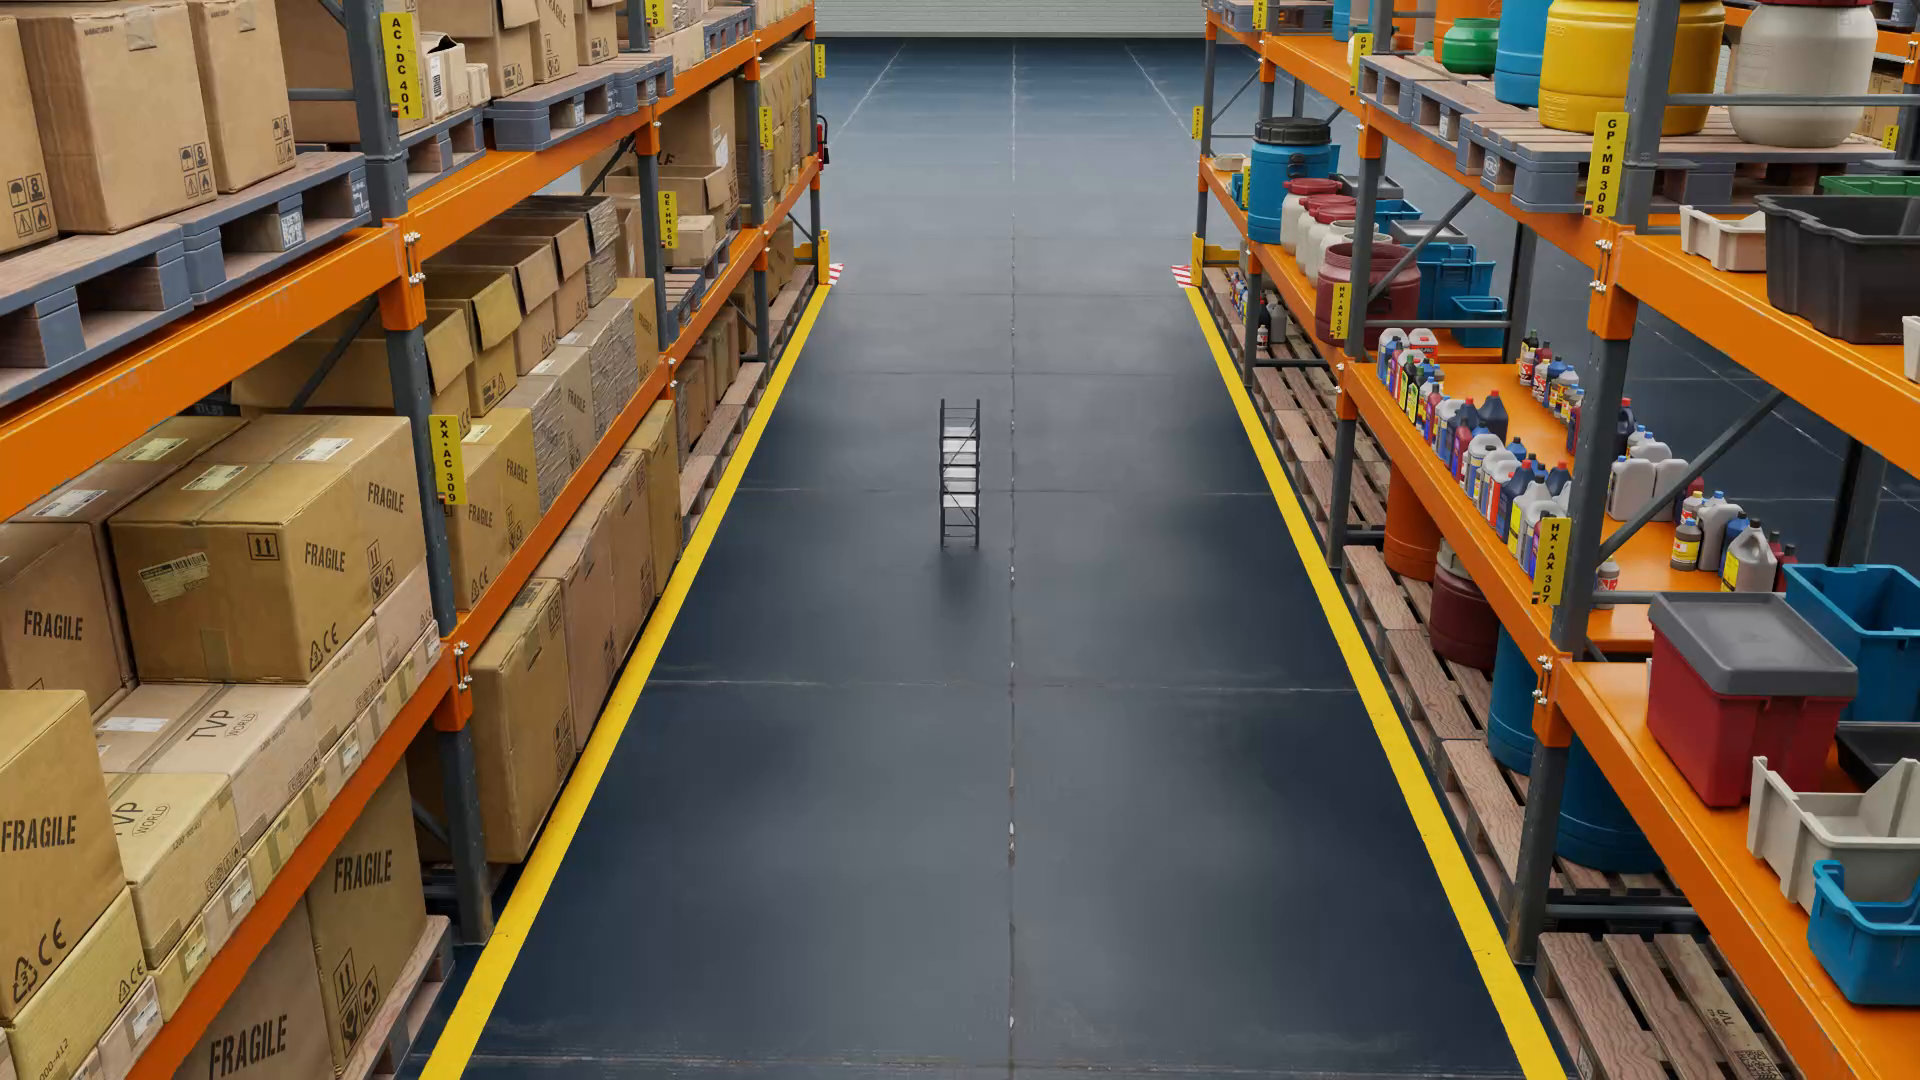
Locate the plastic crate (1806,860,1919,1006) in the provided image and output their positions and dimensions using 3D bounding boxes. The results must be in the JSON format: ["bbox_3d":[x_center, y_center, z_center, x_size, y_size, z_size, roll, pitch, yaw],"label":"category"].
[{"bbox_3d":[2.297,0.963,4.050,0.416,0.233,0.300,1,21,2],"label":"plastic crate"}]

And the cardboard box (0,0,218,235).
[{"bbox_3d":[-2.322,-1.052,4.090,0.700,0.500,0.500,2,21,4],"label":"cardboard box"}]

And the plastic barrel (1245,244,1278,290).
[{"bbox_3d":[3.019,-2.743,16.310,0.421,0.512,0.421,0,21,0],"label":"plastic barrel"}]

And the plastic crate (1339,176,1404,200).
[{"bbox_3d":[3.147,-2.532,12.820,0.402,0.464,0.583,1,21,2],"label":"plastic crate"}]

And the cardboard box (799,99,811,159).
[{"bbox_3d":[-1.912,-3.986,16.106,0.875,0.500,0.500,1,21,2],"label":"cardboard box"}]

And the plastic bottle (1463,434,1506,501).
[{"bbox_3d":[2.339,-0.323,7.387,0.152,0.276,0.135,1,21,2],"label":"plastic bottle"}]

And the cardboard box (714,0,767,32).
[{"bbox_3d":[-1.825,-4.224,13.329,0.500,0.250,0.500,0,21,0],"label":"cardboard box"}]

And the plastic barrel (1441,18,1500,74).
[{"bbox_3d":[2.472,-2.376,7.993,0.294,0.245,0.294,0,21,0],"label":"plastic barrel"}]

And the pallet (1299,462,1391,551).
[{"bbox_3d":[2.797,-0.214,10.789,1.003,0.211,1.213,1,21,2],"label":"pallet"}]

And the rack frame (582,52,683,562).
[{"bbox_3d":[-2.216,-1.289,9.705,1.000,3.000,0.127,1,21,2],"label":"rack frame"}]

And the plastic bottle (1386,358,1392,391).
[{"bbox_3d":[2.364,-0.912,9.008,0.097,0.201,0.097,0,21,0],"label":"plastic bottle"}]

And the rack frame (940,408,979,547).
[{"bbox_3d":[-0.003,-0.380,10.264,0.240,0.900,0.006,1,21,2],"label":"rack frame"}]

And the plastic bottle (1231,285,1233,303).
[{"bbox_3d":[2.608,-2.338,15.668,0.097,0.201,0.097,0,21,0],"label":"plastic bottle"}]

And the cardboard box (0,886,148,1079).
[{"bbox_3d":[-2.147,0.994,3.615,0.500,0.250,0.500,0,21,0],"label":"cardboard box"}]

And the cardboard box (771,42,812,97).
[{"bbox_3d":[-1.743,-4.631,16.387,0.500,0.500,0.500,1,21,2],"label":"cardboard box"}]

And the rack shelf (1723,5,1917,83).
[{"bbox_3d":[7.868,-4.411,14.599,1.077,0.370,4.000,1,21,2],"label":"rack shelf"}]

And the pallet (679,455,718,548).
[{"bbox_3d":[-2.191,-0.272,10.937,1.003,0.211,1.213,1,21,2],"label":"pallet"}]

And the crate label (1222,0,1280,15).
[{"bbox_3d":[2.591,-4.783,14.768,0.502,0.251,0.408,1,21,2],"label":"crate label"}]

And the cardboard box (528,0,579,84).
[{"bbox_3d":[-2.101,-2.396,7.691,0.500,0.500,0.500,2,21,5],"label":"cardboard box"}]

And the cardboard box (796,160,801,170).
[{"bbox_3d":[-1.763,-3.688,16.233,0.380,0.149,0.250,1,21,2],"label":"cardboard box"}]

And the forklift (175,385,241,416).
[{"bbox_3d":[-4.802,-1.286,9.792,1.130,2.935,3.031,8,22,19],"label":"forklift"}]

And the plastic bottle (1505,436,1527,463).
[{"bbox_3d":[2.464,-0.327,7.402,0.097,0.271,0.097,0,21,0],"label":"plastic bottle"}]

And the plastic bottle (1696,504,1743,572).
[{"bbox_3d":[3.019,-0.026,6.621,0.152,0.276,0.135,1,21,2],"label":"plastic bottle"}]

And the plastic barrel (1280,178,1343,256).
[{"bbox_3d":[2.608,-2.401,12.382,0.433,0.535,0.433,0,21,0],"label":"plastic barrel"}]

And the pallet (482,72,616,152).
[{"bbox_3d":[-2.214,-1.962,7.552,1.003,0.211,1.213,2,21,4],"label":"pallet"}]

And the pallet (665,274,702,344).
[{"bbox_3d":[-2.301,-1.459,10.406,1.213,0.211,1.003,1,21,2],"label":"pallet"}]

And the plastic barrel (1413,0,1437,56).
[{"bbox_3d":[2.976,-3.161,9.690,0.600,0.901,0.600,0,21,0],"label":"plastic barrel"}]

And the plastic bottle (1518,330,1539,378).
[{"bbox_3d":[3.149,-1.029,9.196,0.061,0.283,0.133,1,21,2],"label":"plastic bottle"}]

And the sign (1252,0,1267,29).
[{"bbox_3d":[2.307,-4.093,12.773,0.100,0.325,0.005,1,21,2],"label":"sign"}]

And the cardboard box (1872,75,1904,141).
[{"bbox_3d":[7.814,-3.437,13.308,0.700,0.500,0.500,1,21,2],"label":"cardboard box"}]

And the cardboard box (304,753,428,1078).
[{"bbox_3d":[-2.438,1.190,5.673,0.875,0.875,0.875,1,21,2],"label":"cardboard box"}]

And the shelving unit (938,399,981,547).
[{"bbox_3d":[0.000,-0.417,10.359,0.258,0.900,0.210,1,21,2],"label":"shelving unit"}]

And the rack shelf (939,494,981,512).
[{"bbox_3d":[0.000,-0.218,10.436,0.258,0.077,0.200,1,21,2],"label":"rack shelf"}]

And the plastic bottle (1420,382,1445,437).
[{"bbox_3d":[2.339,-0.646,8.225,0.097,0.271,0.097,0,21,0],"label":"plastic bottle"}]

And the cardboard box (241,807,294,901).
[{"bbox_3d":[-2.058,0.853,4.532,0.380,0.149,0.250,0,21,1],"label":"cardboard box"}]

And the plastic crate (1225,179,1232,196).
[{"bbox_3d":[2.652,-3.148,14.860,0.530,0.136,0.437,1,21,2],"label":"plastic crate"}]

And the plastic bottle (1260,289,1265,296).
[{"bbox_3d":[2.719,-2.100,14.940,0.061,0.283,0.133,1,21,2],"label":"plastic bottle"}]

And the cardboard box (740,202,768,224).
[{"bbox_3d":[-1.787,-2.693,13.669,0.380,0.149,0.250,1,21,2],"label":"cardboard box"}]

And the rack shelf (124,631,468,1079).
[{"bbox_3d":[-2.399,1.216,4.244,1.077,0.370,4.000,1,21,2],"label":"rack shelf"}]

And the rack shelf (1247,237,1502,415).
[{"bbox_3d":[2.795,-1.622,11.558,1.077,0.370,4.000,1,21,2],"label":"rack shelf"}]

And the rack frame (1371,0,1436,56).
[{"bbox_3d":[2.734,-4.031,8.479,1.000,3.000,0.127,1,21,2],"label":"rack frame"}]

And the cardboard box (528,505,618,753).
[{"bbox_3d":[-2.312,0.397,7.715,1.225,0.875,0.875,0,21,0],"label":"cardboard box"}]

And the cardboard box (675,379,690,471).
[{"bbox_3d":[-2.212,-0.772,11.219,0.700,0.500,0.500,-1,21,-3],"label":"cardboard box"}]

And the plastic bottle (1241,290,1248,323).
[{"bbox_3d":[2.612,-2.097,14.944,0.152,0.276,0.135,1,21,3],"label":"plastic bottle"}]

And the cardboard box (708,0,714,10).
[{"bbox_3d":[-2.208,-4.209,12.360,0.797,0.503,0.637,0,21,-1],"label":"cardboard box"}]

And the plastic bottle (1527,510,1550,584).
[{"bbox_3d":[2.263,0.036,6.451,0.061,0.283,0.133,1,21,2],"label":"plastic bottle"}]

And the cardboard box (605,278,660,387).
[{"bbox_3d":[-1.984,-1.155,9.220,0.500,0.500,0.500,1,21,3],"label":"cardboard box"}]

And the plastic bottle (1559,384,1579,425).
[{"bbox_3d":[3.105,-0.690,8.435,0.097,0.201,0.097,0,21,0],"label":"plastic bottle"}]

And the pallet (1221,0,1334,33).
[{"bbox_3d":[2.780,-4.253,13.458,1.213,0.211,1.003,1,21,2],"label":"pallet"}]

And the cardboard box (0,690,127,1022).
[{"bbox_3d":[-2.150,0.646,3.476,0.500,0.500,0.500,0,21,0],"label":"cardboard box"}]

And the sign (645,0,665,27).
[{"bbox_3d":[-1.662,-2.956,9.031,0.100,0.325,0.005,1,21,2],"label":"sign"}]

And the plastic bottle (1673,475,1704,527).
[{"bbox_3d":[3.077,-0.183,7.015,0.061,0.283,0.133,1,21,2],"label":"plastic bottle"}]
